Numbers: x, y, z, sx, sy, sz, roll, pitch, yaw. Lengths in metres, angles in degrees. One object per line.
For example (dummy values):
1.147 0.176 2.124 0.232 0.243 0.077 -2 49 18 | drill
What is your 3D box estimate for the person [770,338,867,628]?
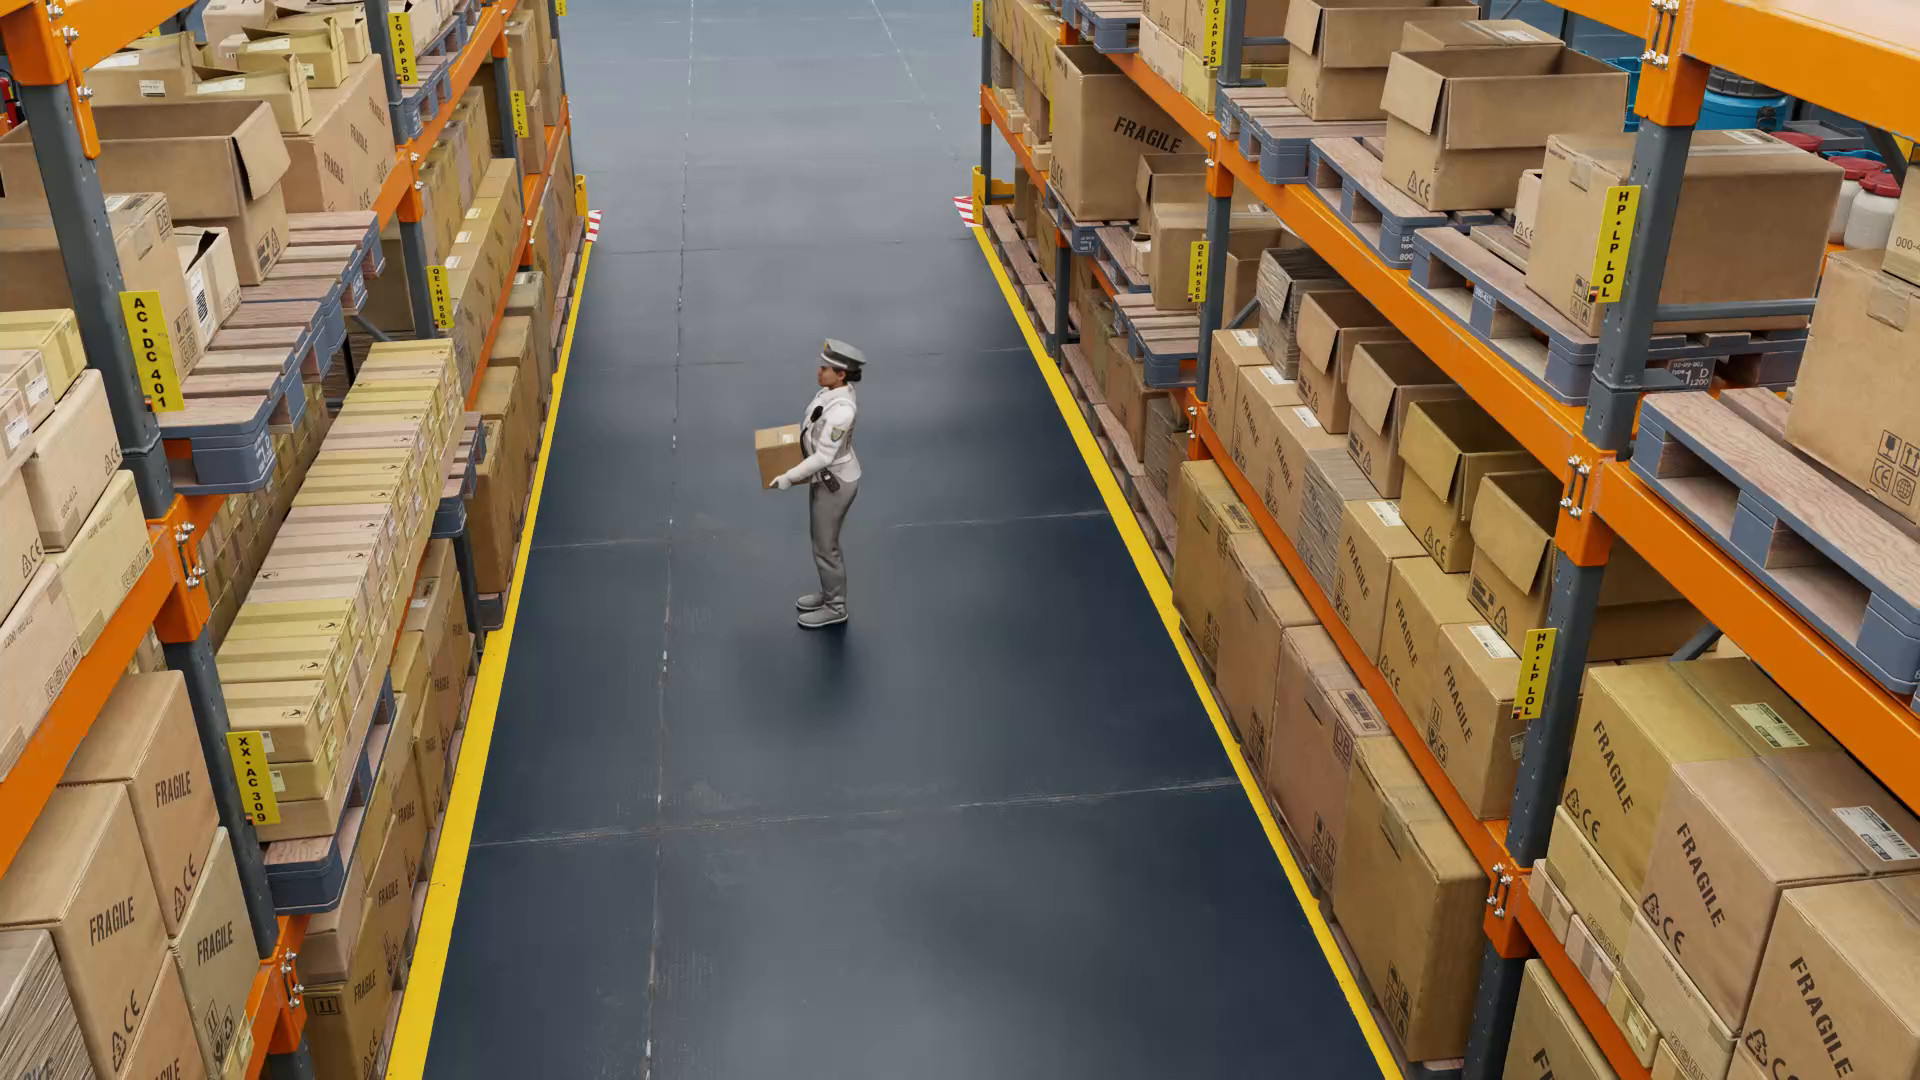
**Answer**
-0.775 -0.320 9.213 0.555 1.686 0.459 -3 27 -6 | person
